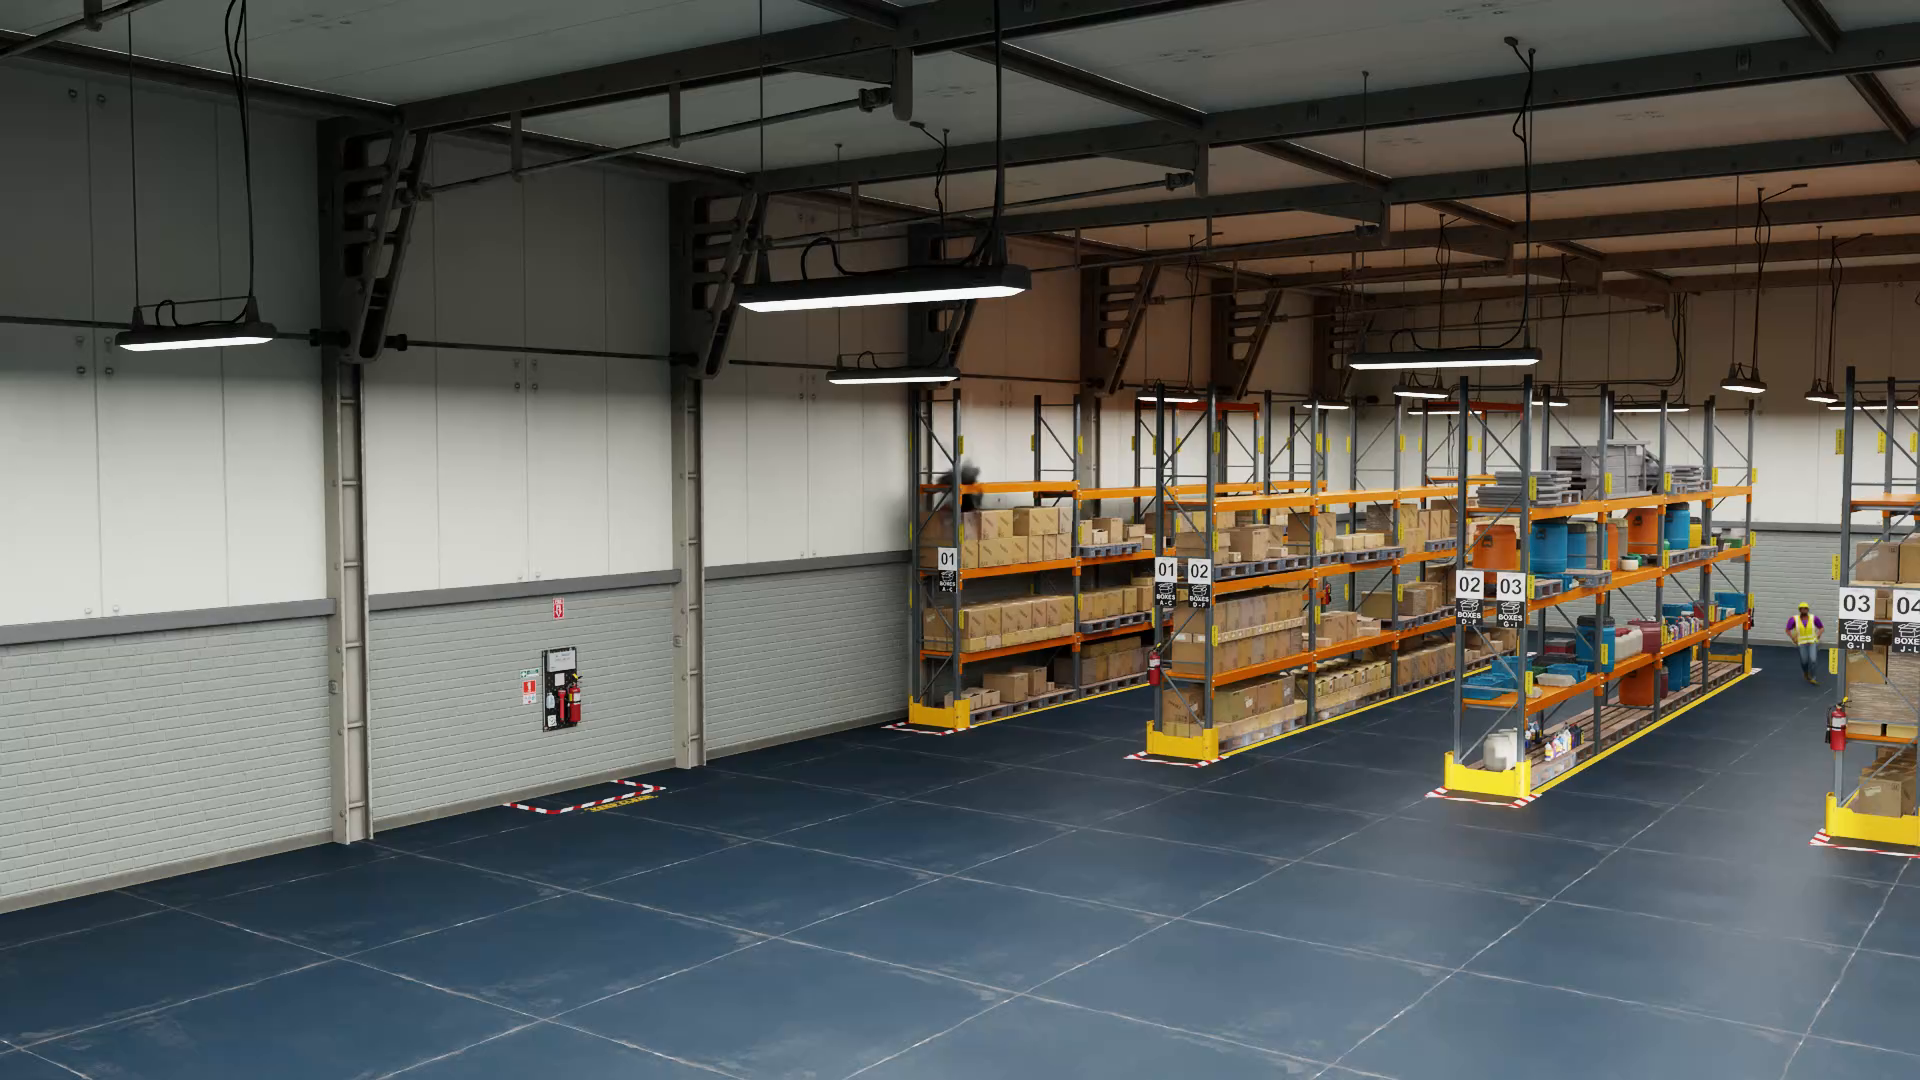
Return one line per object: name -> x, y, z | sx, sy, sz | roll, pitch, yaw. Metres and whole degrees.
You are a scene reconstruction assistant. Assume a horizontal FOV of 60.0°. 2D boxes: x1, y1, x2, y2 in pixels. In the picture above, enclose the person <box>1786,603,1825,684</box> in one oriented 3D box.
person -> 17.774, 2.161, 34.989 | 0.700, 1.700, 0.631 | 1, 3, 20
